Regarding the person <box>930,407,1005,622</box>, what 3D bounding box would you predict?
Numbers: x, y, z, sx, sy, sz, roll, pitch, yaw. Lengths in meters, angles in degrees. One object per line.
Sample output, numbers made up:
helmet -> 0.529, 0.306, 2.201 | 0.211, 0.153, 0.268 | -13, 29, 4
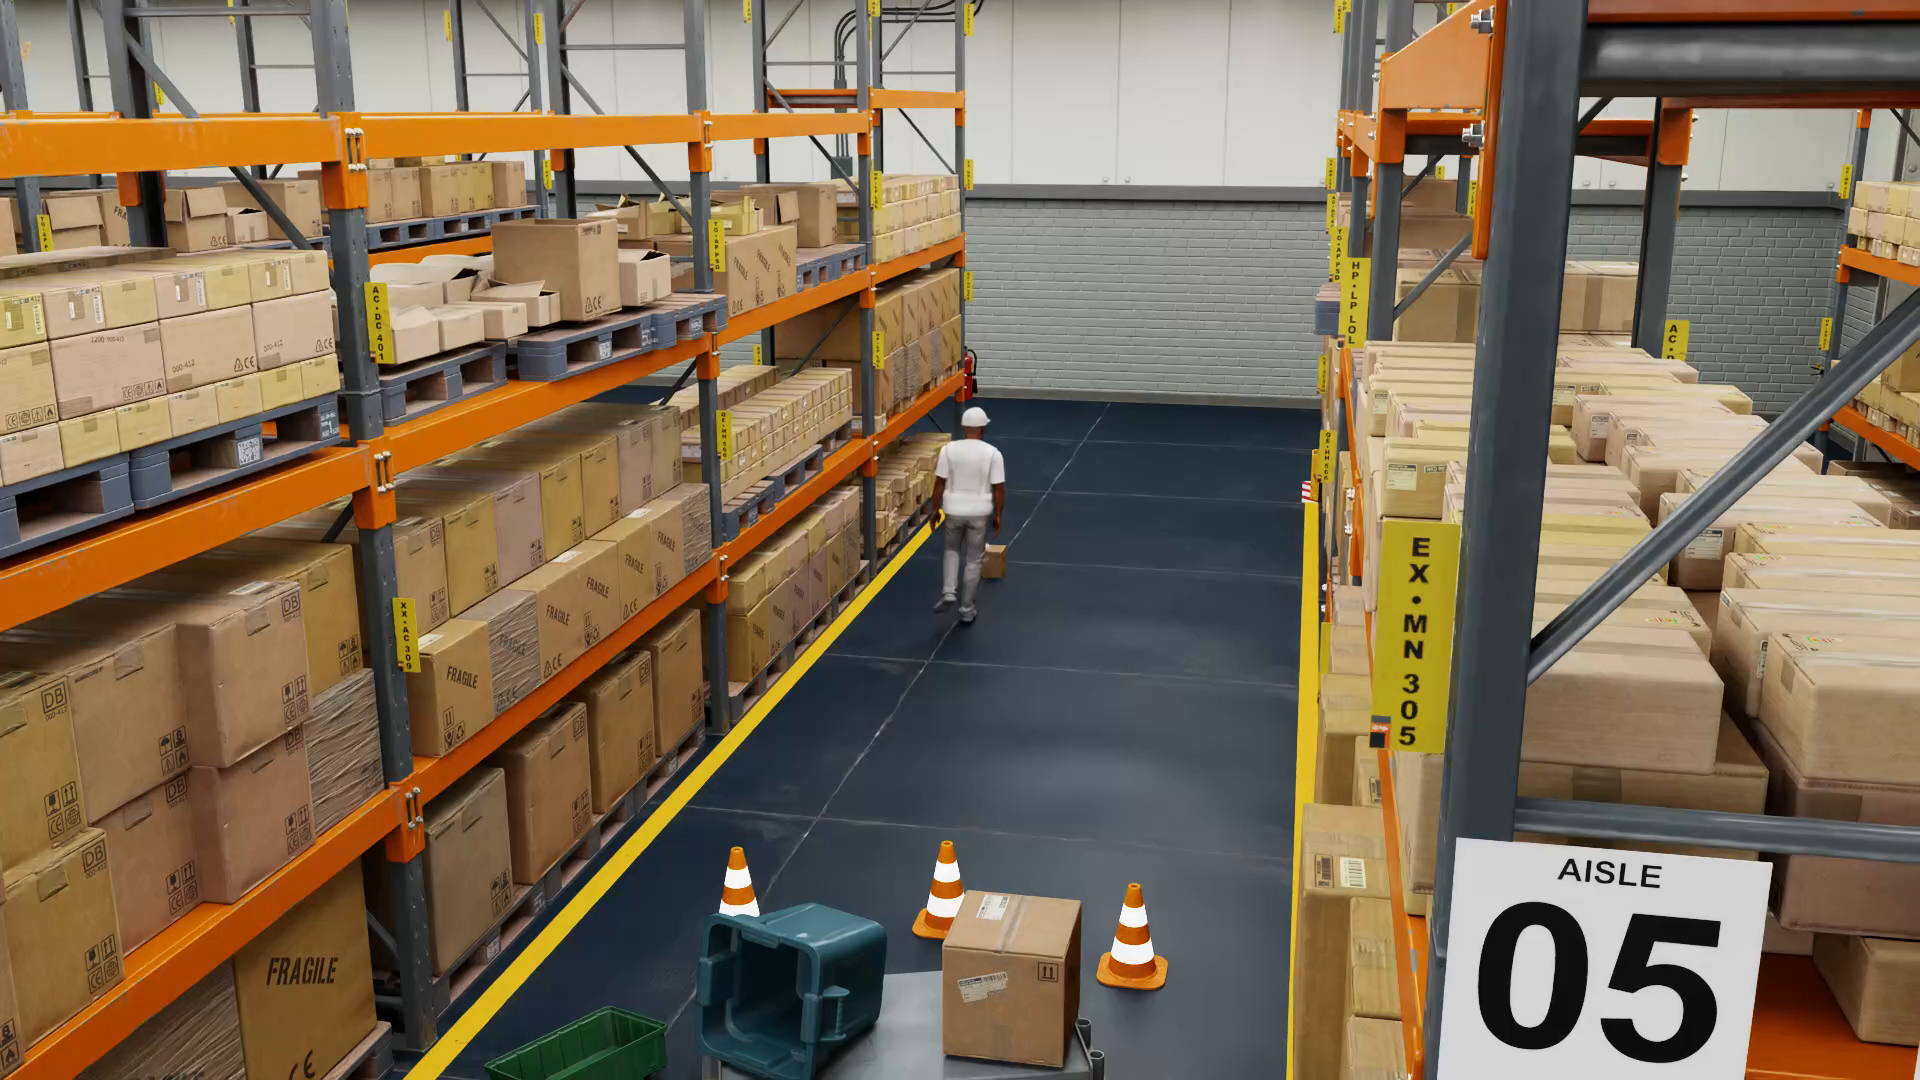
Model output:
person -> 0.064, -0.212, 13.682 | 0.615, 1.756, 0.474 | 3, 15, 11
